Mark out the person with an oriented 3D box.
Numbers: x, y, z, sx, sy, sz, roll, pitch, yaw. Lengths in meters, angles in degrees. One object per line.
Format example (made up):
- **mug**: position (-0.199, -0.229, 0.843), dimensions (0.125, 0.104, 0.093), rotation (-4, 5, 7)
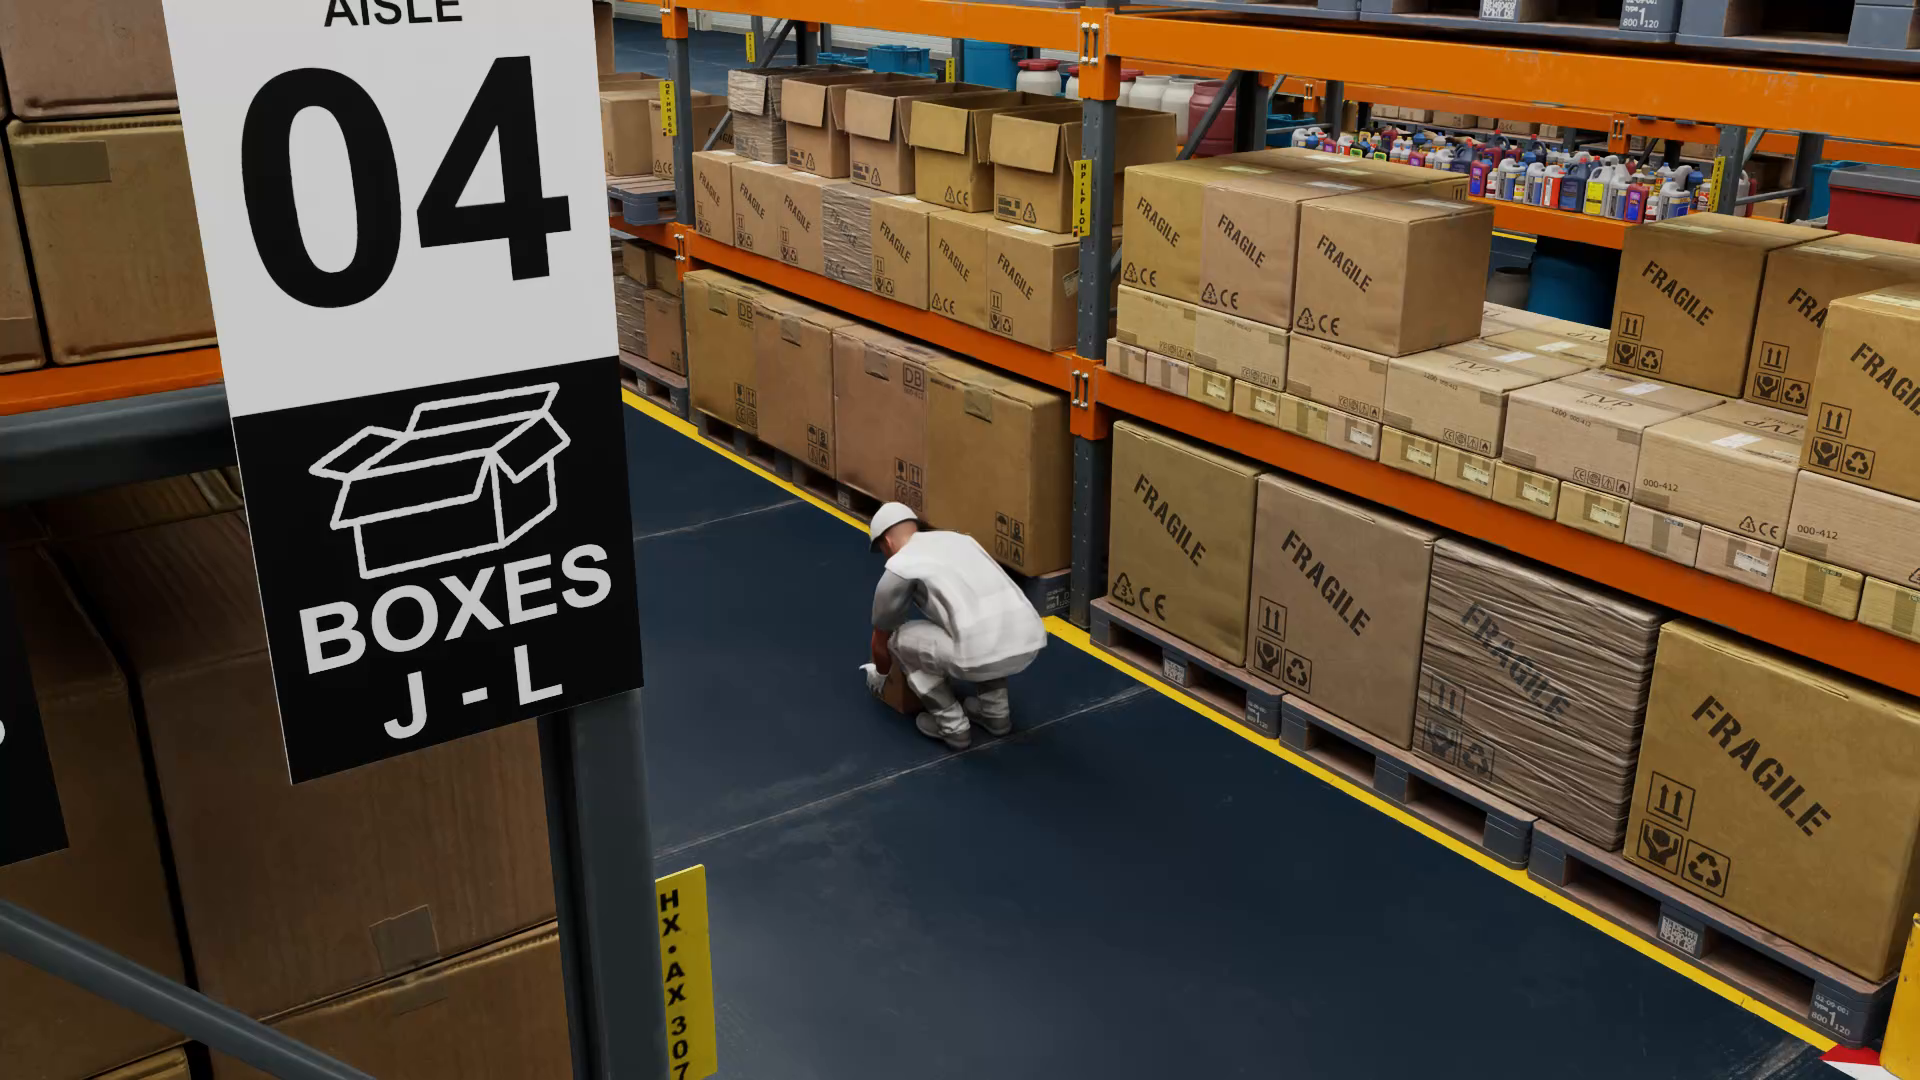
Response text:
- **person**: position (-0.048, 0.358, 6.851), dimensions (0.567, 0.909, 0.884), rotation (-15, 25, -33)
